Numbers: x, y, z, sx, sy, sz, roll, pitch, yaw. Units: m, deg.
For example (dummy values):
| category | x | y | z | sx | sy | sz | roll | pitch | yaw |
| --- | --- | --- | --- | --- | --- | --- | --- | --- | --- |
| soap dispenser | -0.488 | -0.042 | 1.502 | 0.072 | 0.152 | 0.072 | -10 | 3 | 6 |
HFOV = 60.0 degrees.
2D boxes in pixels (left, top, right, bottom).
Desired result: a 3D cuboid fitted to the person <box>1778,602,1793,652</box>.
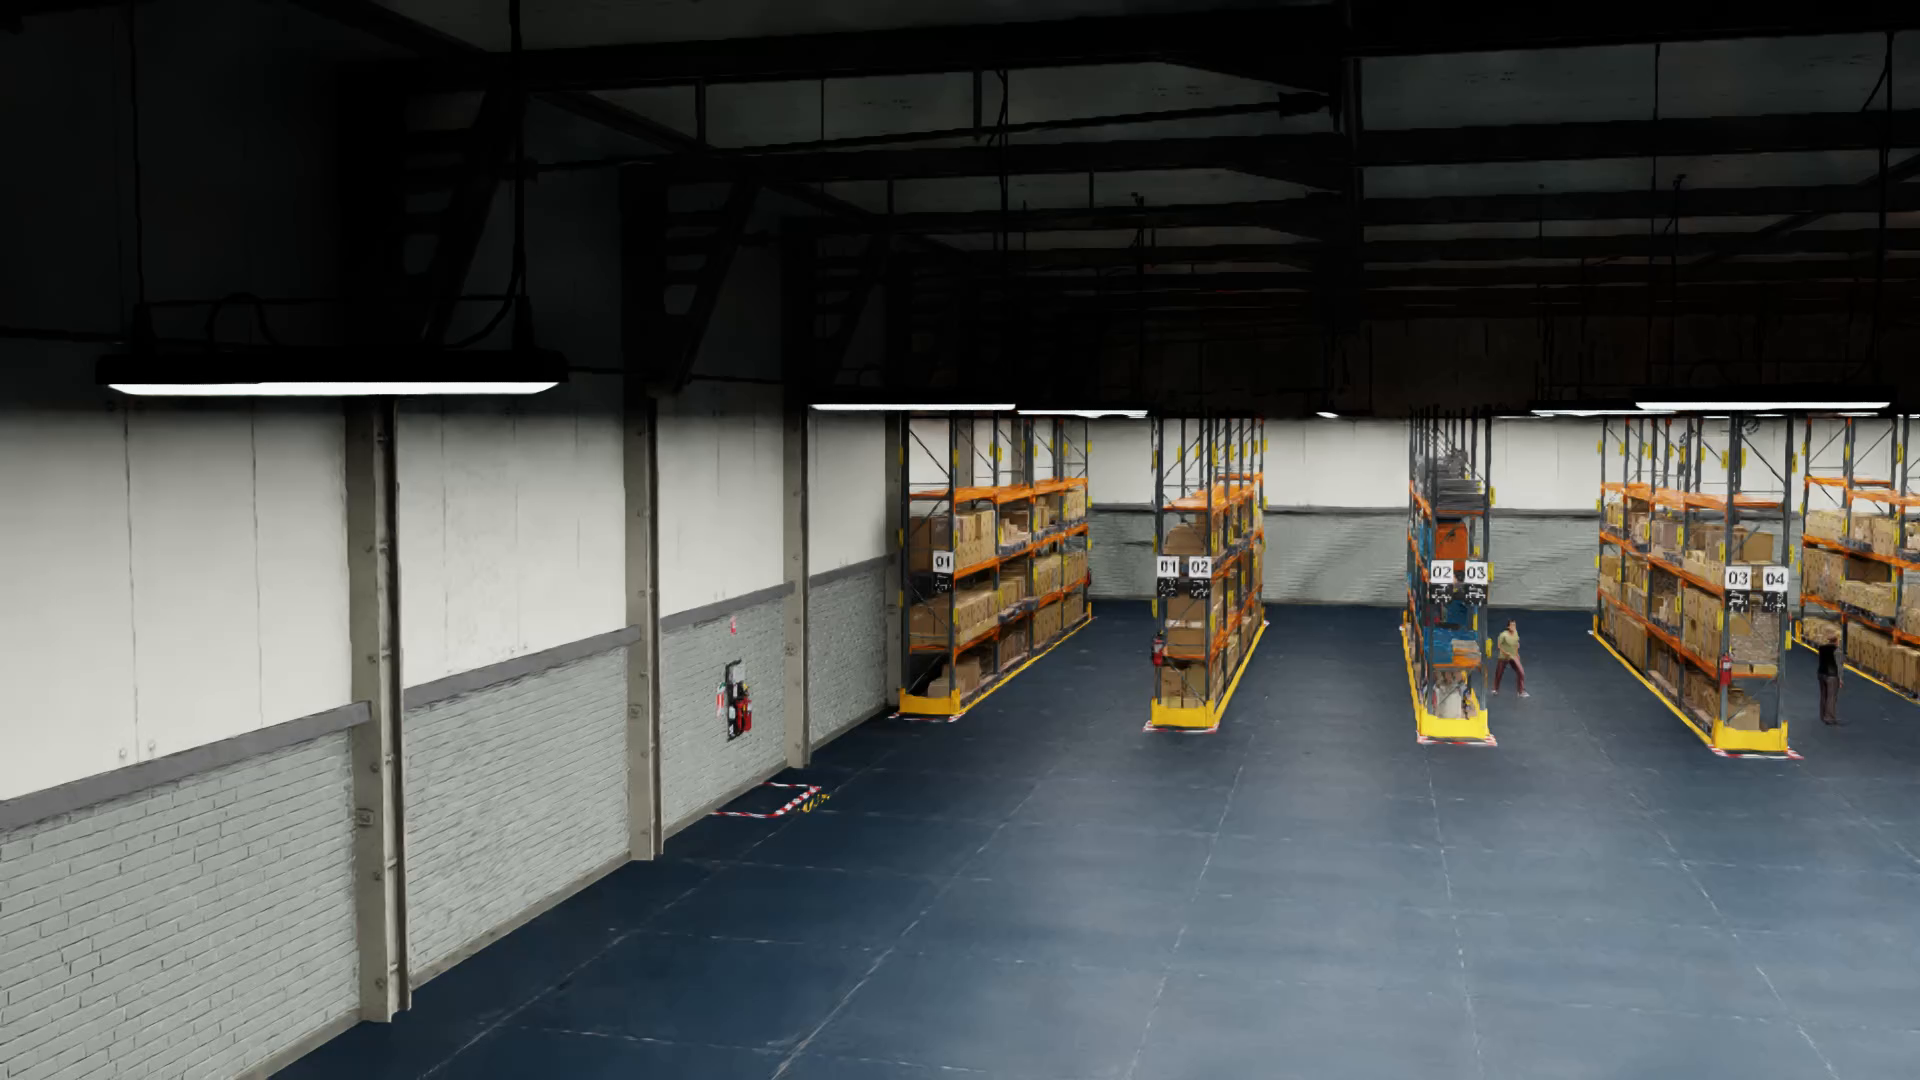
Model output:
| category | x | y | z | sx | sy | sz | roll | pitch | yaw |
| --- | --- | --- | --- | --- | --- | --- | --- | --- | --- |
| person | 19.345 | 2.038 | 39.367 | 0.641 | 1.742 | 0.550 | 1 | 4 | 13 |

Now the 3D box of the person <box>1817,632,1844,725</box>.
| category | x | y | z | sx | sy | sz | roll | pitch | yaw |
| --- | --- | --- | --- | --- | --- | --- | --- | --- | --- |
| person | 16.478 | 2.592 | 31.406 | 0.463 | 1.731 | 0.598 | -1 | 4 | -14 |

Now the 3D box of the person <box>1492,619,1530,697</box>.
| category | x | y | z | sx | sy | sz | roll | pitch | yaw |
| --- | --- | --- | --- | --- | --- | --- | --- | --- | --- |
| person | 11.407 | 2.431 | 34.557 | 0.615 | 1.604 | 0.811 | 0 | 4 | -5 |
